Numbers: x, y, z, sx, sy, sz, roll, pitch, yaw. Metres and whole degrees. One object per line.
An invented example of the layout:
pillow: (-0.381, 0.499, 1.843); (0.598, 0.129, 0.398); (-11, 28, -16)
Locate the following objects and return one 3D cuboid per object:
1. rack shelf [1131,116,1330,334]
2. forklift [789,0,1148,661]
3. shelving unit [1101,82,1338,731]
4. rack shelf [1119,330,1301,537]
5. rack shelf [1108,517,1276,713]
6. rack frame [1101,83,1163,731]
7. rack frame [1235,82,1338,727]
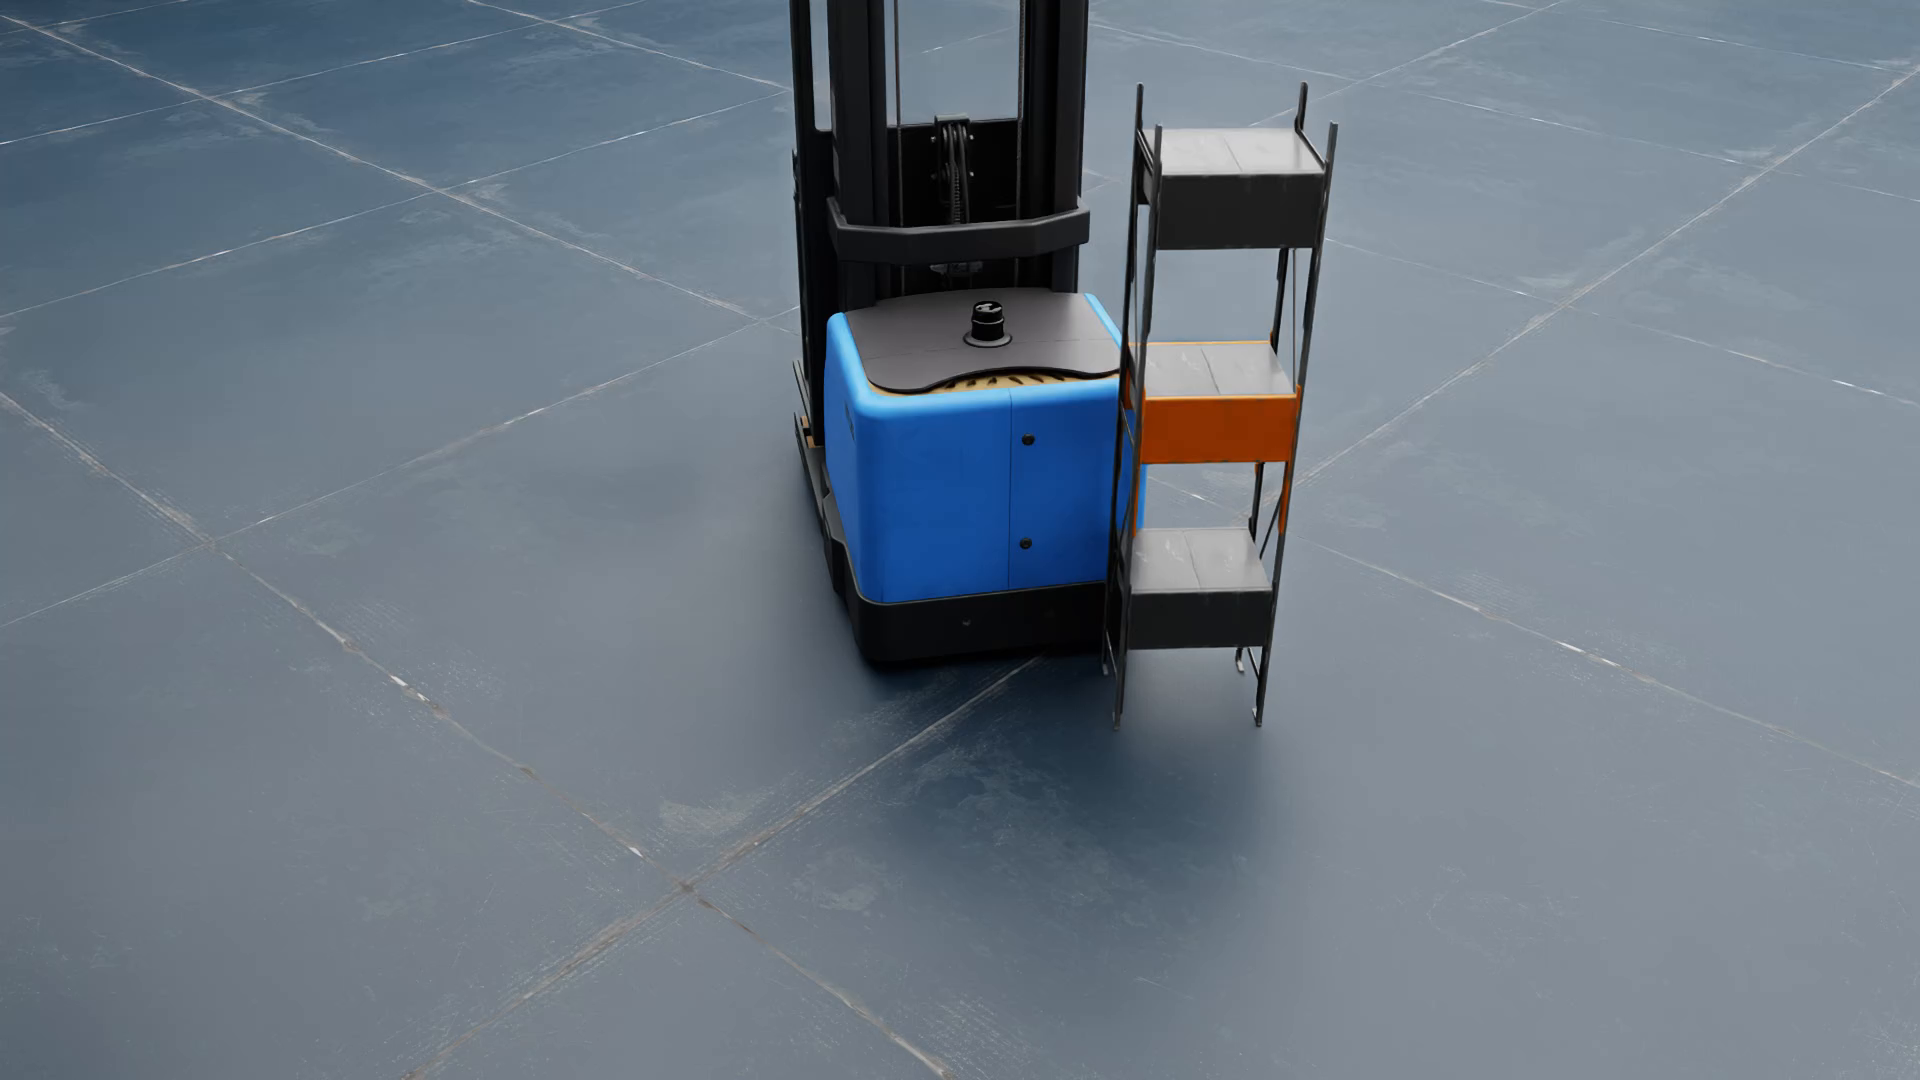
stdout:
rack shelf: (0.781, -0.938, 4.934); (0.480, 0.518, 0.431); (-1, 32, -3)
forklift: (-0.121, -1.572, 6.519); (1.130, 2.935, 3.031); (-6, 32, -10)
shelving unit: (0.776, -0.354, 5.295); (0.503, 2.100, 0.431); (-1, 32, -3)
rack shelf: (0.776, -0.343, 5.302); (0.480, 0.518, 0.431); (-1, 32, -3)
rack shelf: (0.772, 0.253, 5.669); (0.480, 0.518, 0.431); (-1, 32, -3)
rack frame: (0.533, -0.349, 5.284); (0.015, 2.100, 0.400); (-1, 32, -3)
rack frame: (1.020, -0.359, 5.306); (0.015, 2.100, 0.400); (-1, 32, -3)
